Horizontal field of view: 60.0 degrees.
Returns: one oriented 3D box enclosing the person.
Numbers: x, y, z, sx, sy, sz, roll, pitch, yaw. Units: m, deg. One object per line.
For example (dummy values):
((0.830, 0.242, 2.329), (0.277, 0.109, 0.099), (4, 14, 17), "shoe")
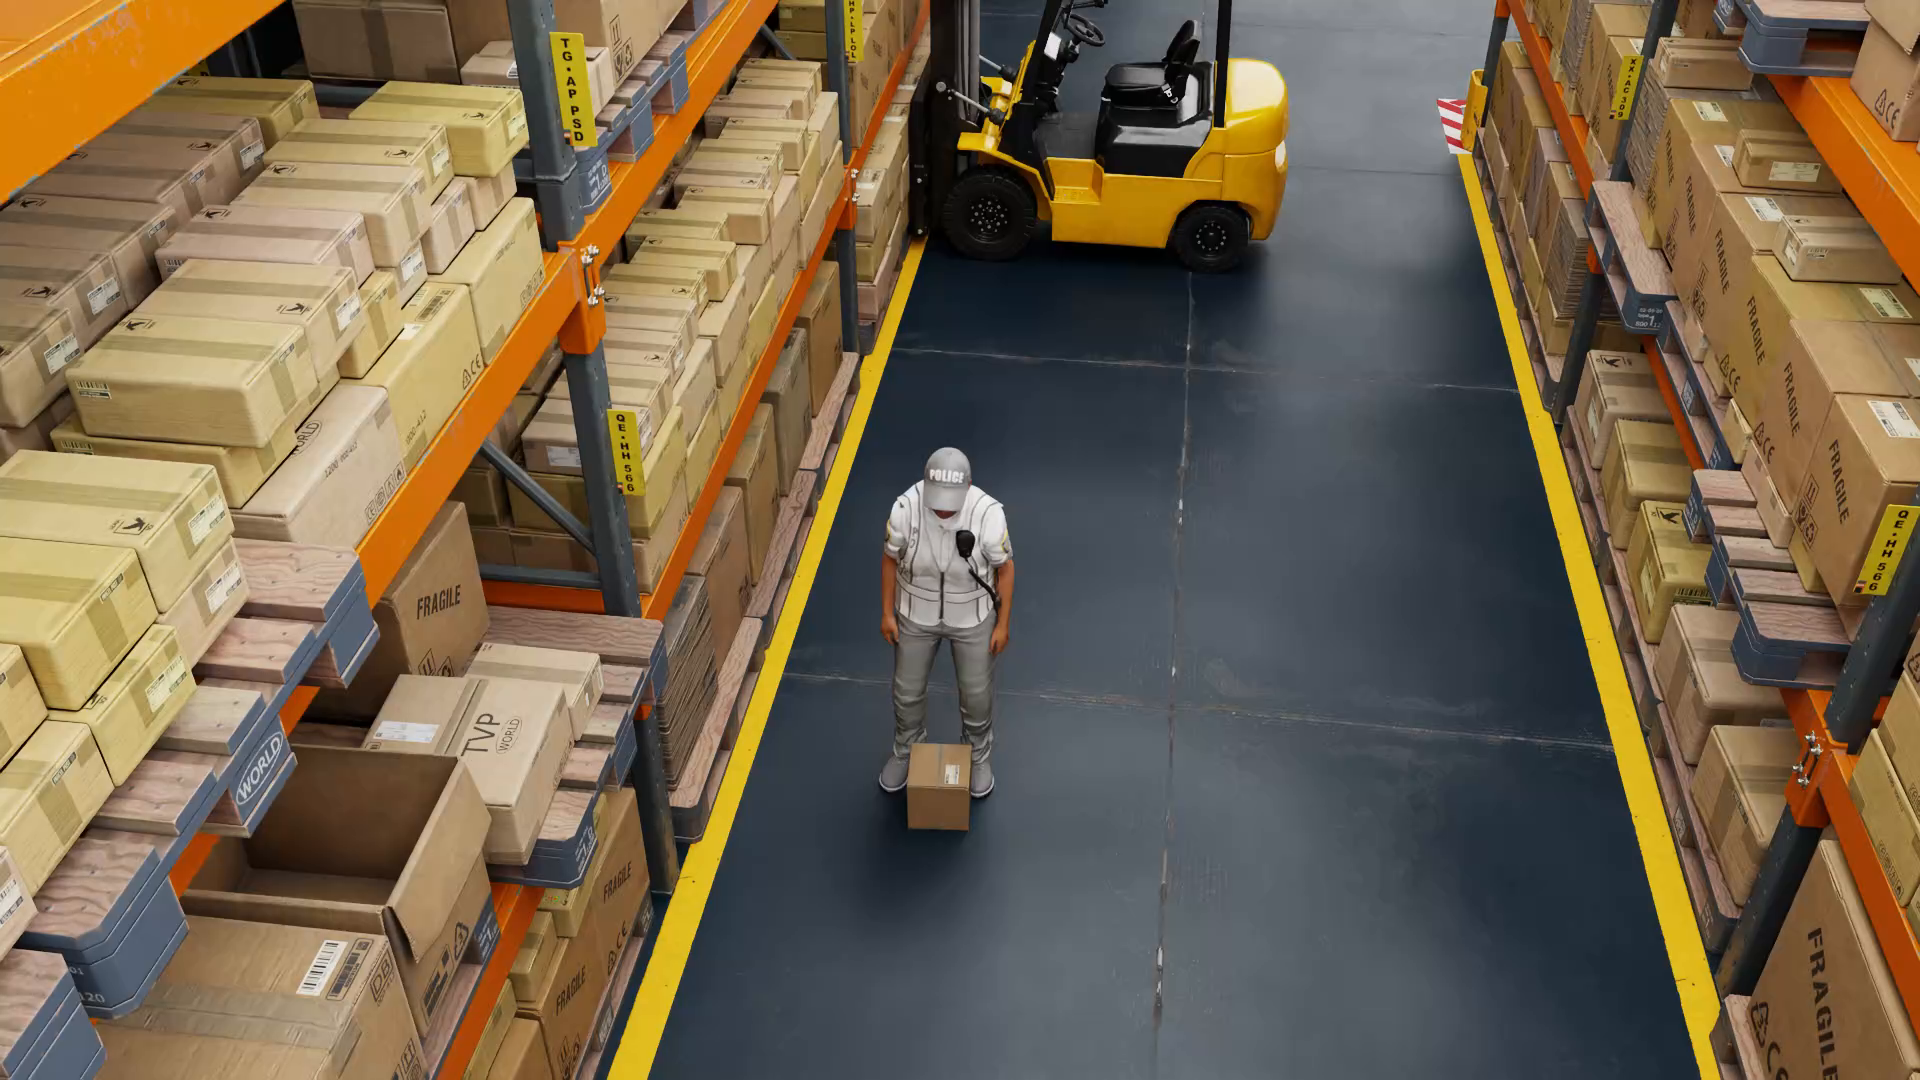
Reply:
((-0.062, 0.316, 6.603), (0.539, 1.667, 0.465), (5, 37, 6), "person")
